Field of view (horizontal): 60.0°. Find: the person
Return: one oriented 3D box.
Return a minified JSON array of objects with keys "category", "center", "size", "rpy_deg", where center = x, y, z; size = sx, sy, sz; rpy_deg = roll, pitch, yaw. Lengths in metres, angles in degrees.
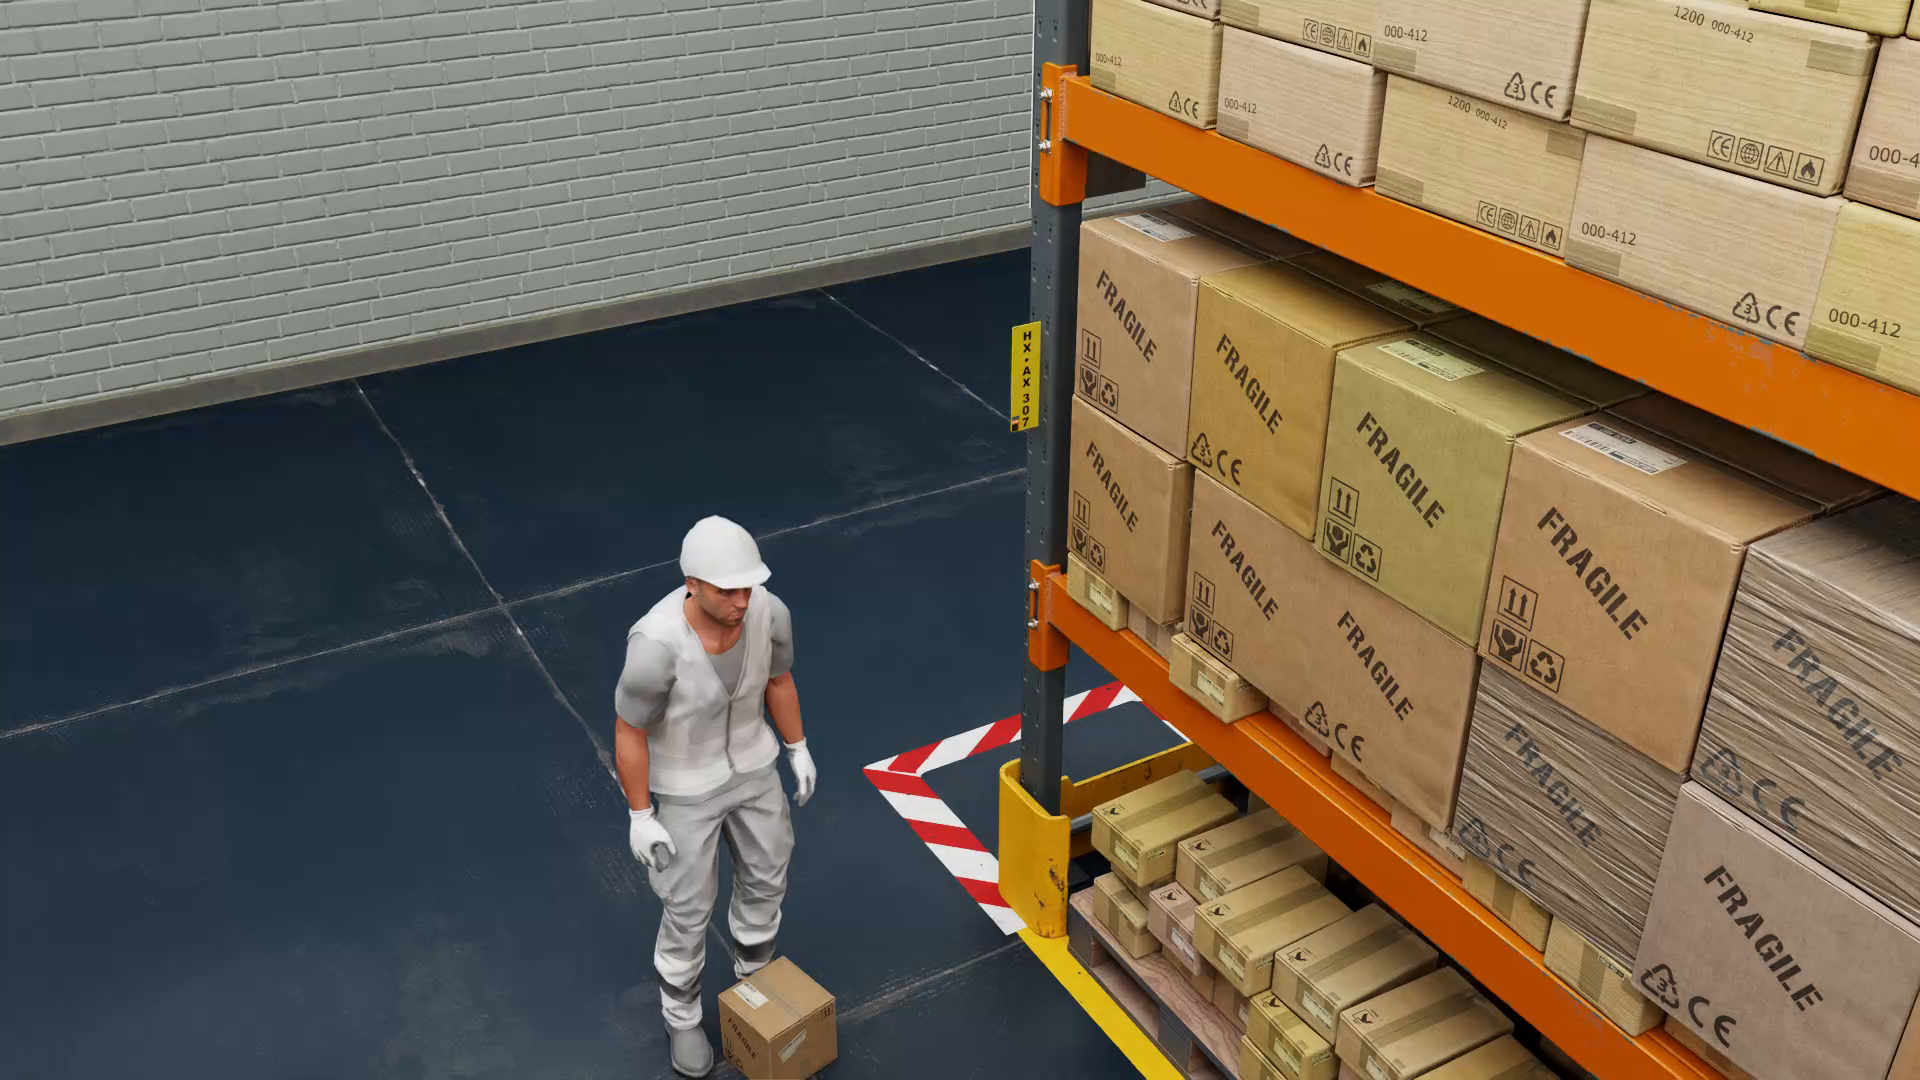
[{"category":"person","center":[-0.688,0.716,4.804],"size":[0.621,1.779,0.453],"rpy_deg":[-21,35,-33]}]
